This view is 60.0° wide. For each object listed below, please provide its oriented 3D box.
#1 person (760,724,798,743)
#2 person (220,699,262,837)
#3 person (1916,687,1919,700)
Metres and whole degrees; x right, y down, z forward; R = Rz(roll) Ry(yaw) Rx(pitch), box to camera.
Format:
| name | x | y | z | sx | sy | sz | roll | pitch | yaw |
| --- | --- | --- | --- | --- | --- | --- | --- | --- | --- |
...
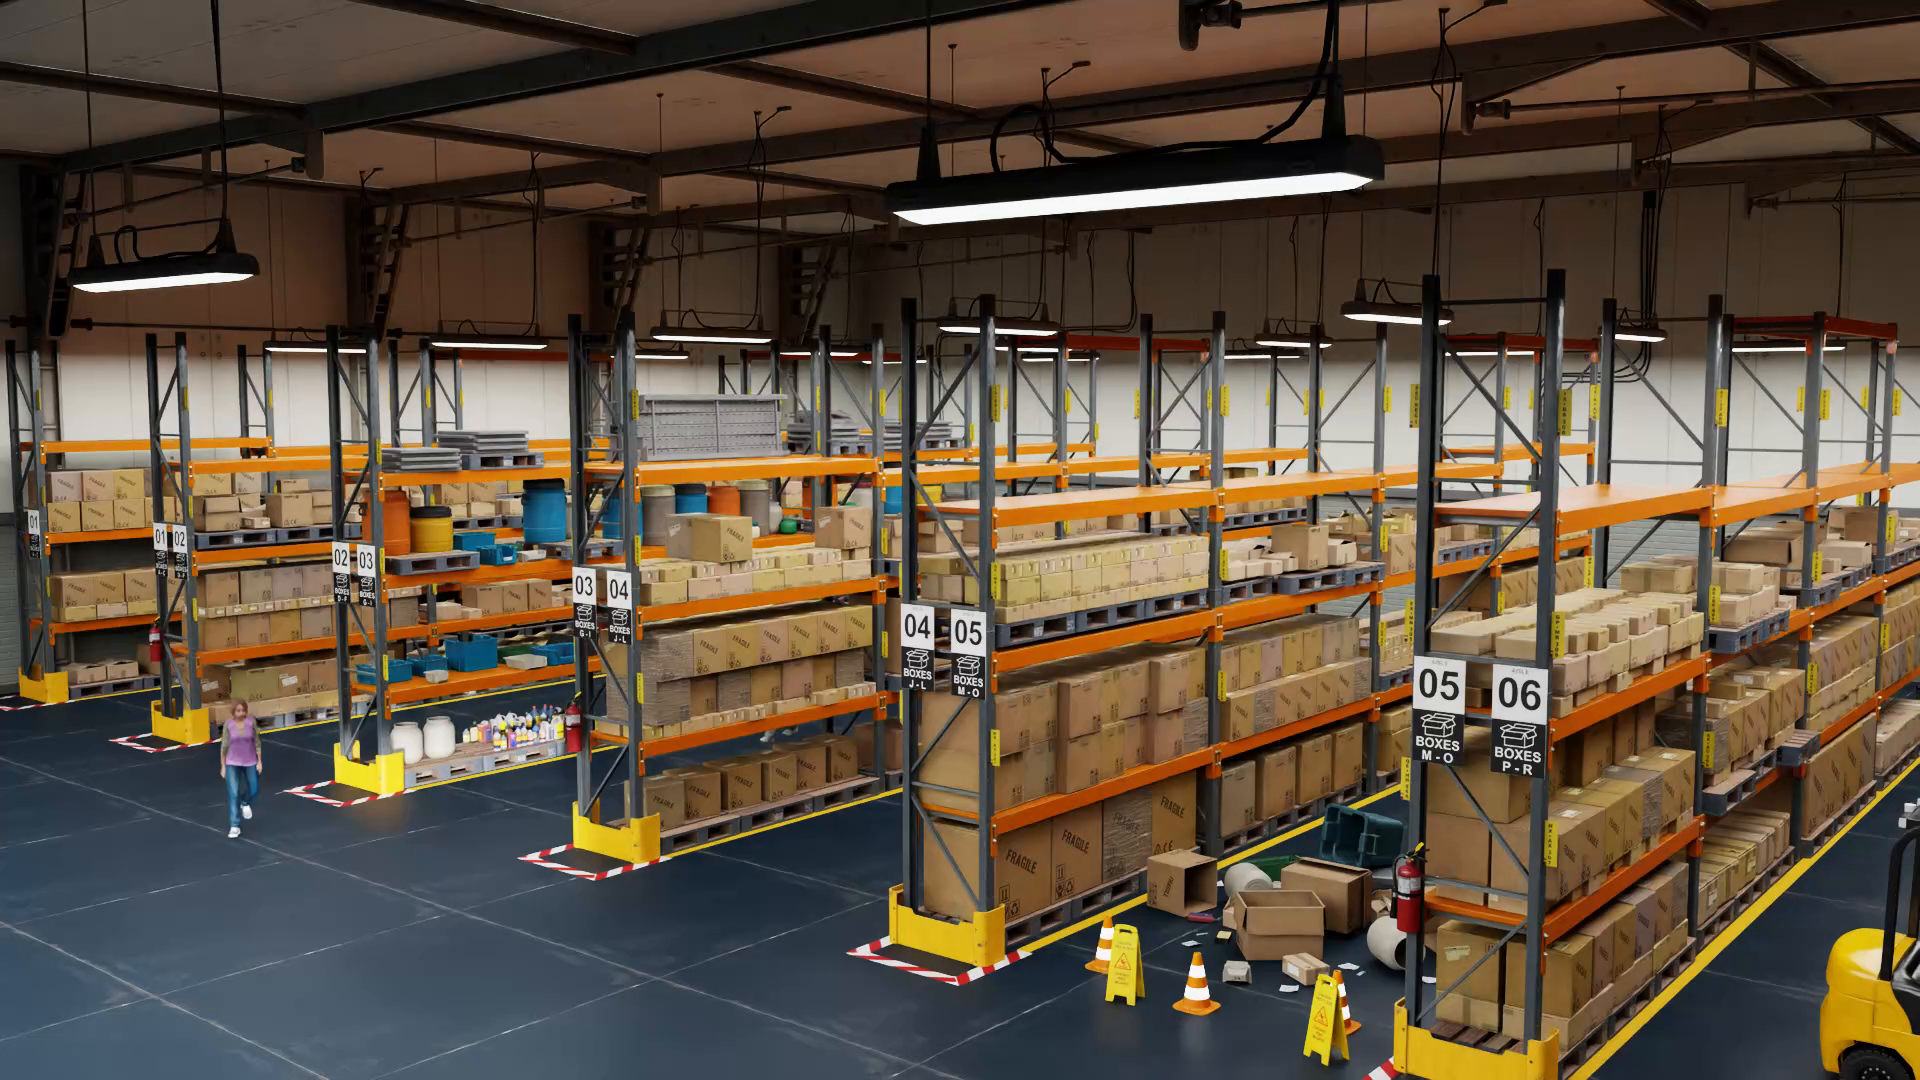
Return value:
| name | x | y | z | sx | sy | sz | roll | pitch | yaw |
| --- | --- | --- | --- | --- | --- | --- | --- | --- | --- |
| person | -2.530 | 2.047 | 23.289 | 0.450 | 1.511 | 1.018 | 2 | 6 | 25 |
| person | -8.431 | 2.623 | 19.505 | 0.447 | 1.562 | 0.812 | -3 | 6 | -28 |
| person | 15.760 | 1.900 | 26.598 | 1.099 | 1.738 | 0.567 | 3 | 6 | 32 |
